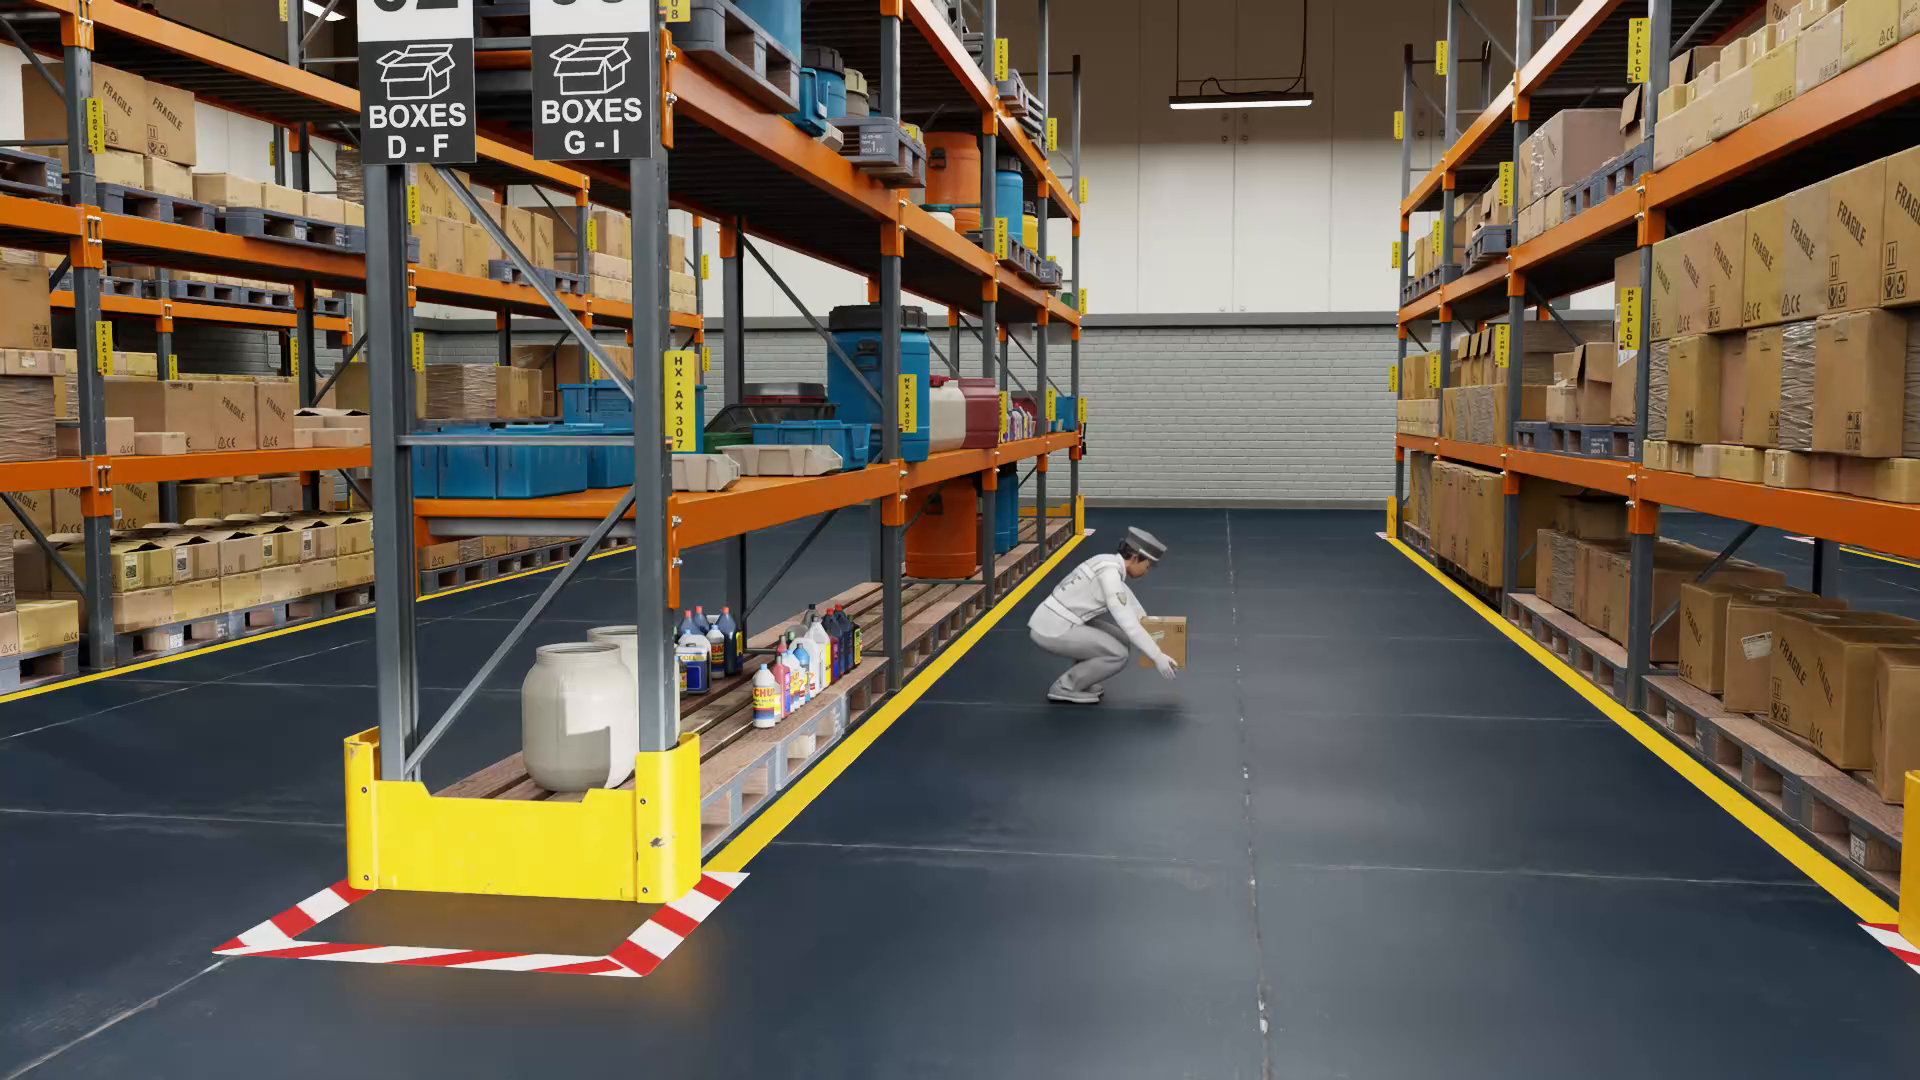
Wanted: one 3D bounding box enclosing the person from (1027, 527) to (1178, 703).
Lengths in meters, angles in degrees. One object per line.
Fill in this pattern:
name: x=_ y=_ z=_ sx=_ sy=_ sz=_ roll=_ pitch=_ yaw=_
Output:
person: x=0.796 y=0.413 z=9.223 sx=0.835 sy=0.965 sz=0.485 roll=1 pitch=5 yaw=8
